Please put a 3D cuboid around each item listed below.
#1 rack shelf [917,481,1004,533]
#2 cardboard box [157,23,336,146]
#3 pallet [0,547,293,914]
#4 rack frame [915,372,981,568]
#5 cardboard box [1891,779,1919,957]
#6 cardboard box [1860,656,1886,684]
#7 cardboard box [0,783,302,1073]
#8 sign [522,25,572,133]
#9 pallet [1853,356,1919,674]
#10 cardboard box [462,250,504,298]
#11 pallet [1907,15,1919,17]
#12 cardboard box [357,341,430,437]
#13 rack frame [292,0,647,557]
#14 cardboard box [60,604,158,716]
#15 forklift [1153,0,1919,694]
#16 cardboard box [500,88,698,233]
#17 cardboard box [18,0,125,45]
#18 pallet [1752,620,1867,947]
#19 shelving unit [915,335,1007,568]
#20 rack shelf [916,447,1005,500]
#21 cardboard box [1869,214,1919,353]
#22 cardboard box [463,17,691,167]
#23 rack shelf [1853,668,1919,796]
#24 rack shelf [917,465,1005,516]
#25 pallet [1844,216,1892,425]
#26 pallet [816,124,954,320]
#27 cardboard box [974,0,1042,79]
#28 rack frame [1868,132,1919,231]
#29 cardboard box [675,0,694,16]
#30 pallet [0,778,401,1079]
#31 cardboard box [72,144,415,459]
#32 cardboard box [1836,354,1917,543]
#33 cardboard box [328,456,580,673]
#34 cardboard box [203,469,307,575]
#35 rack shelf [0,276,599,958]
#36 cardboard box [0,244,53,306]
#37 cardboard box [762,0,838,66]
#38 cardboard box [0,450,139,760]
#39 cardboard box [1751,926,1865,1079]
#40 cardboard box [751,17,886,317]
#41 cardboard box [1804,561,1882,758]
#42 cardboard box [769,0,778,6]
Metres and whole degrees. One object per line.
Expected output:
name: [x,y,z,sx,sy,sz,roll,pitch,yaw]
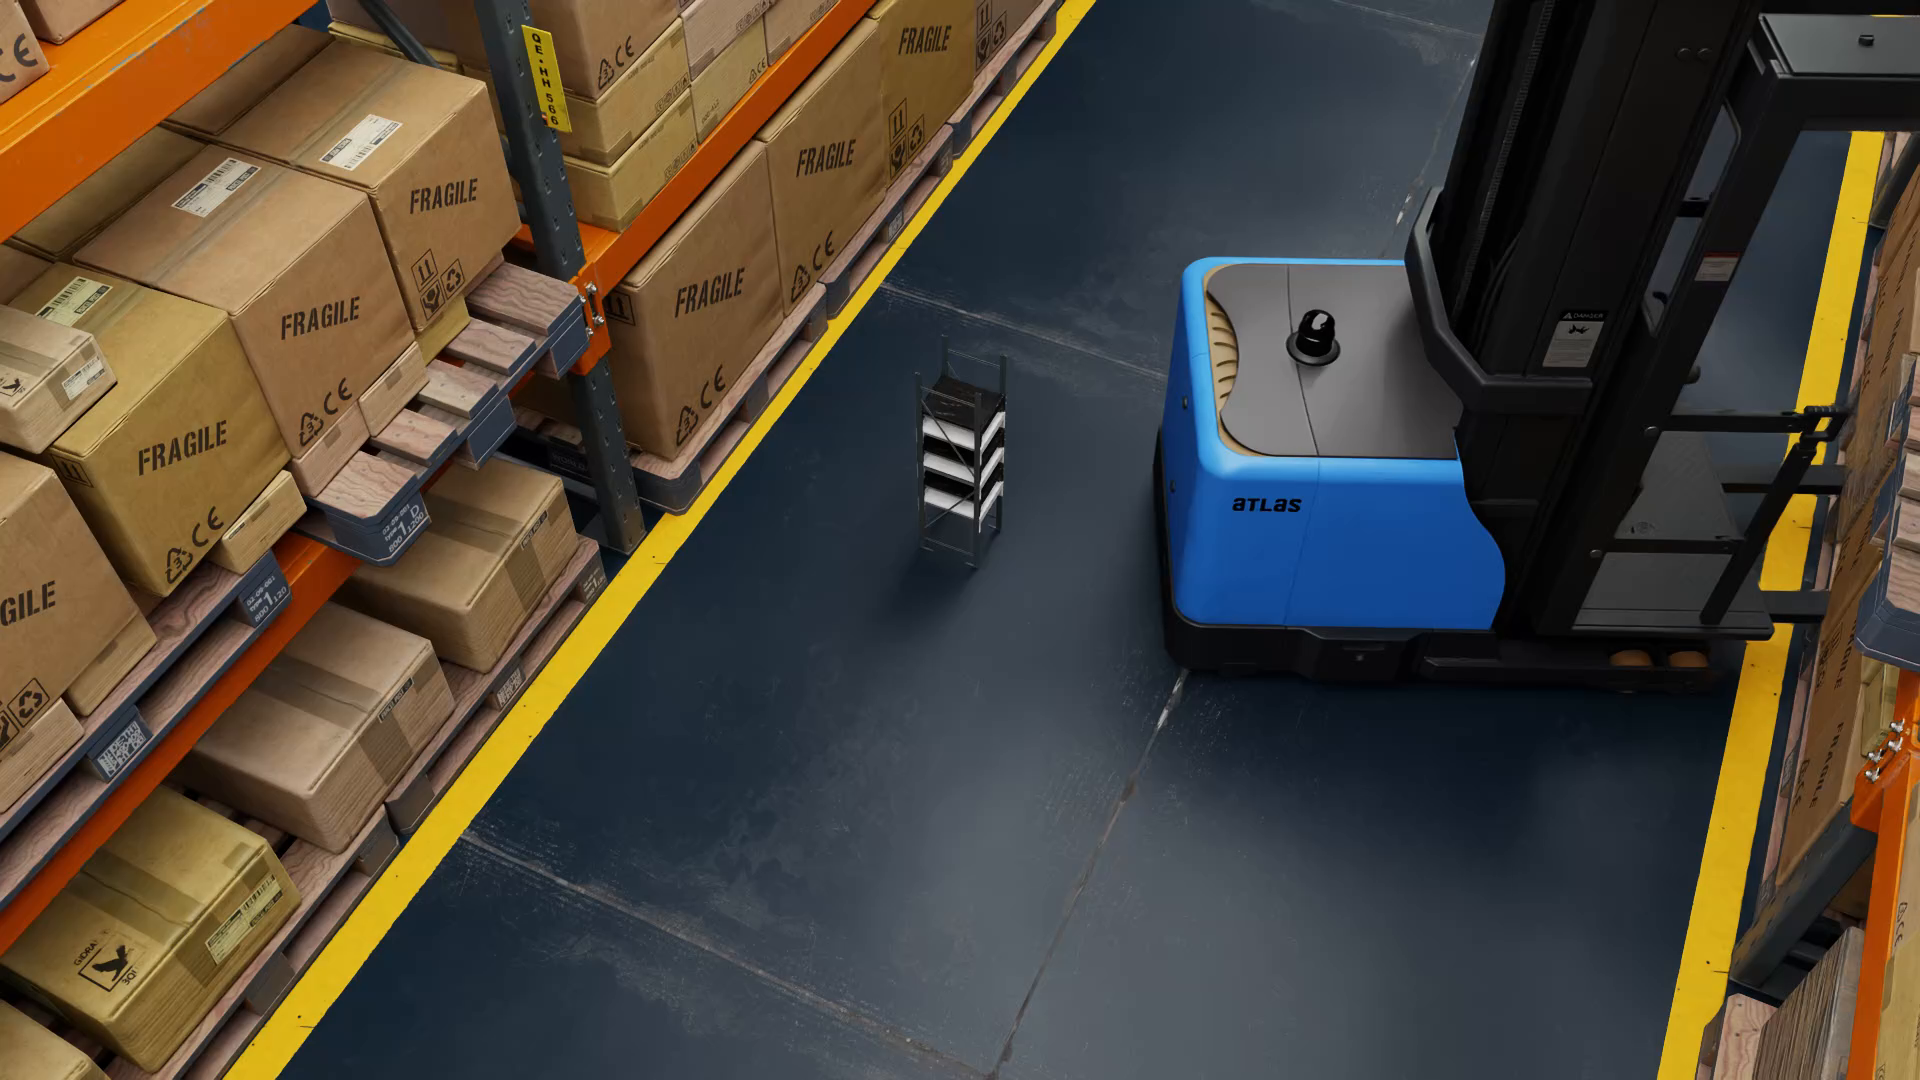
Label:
rack shelf: [0.003,-0.159,6.075,0.258,0.077,0.200,20,52,16]
cardboard box: [-2.058,-1.143,4.716,0.500,0.500,0.500,18,52,15]
pallet: [-2.466,0.326,4.129,1.003,0.211,1.213,20,52,16]
rack frame: [-0.040,-0.227,5.852,0.240,0.900,0.006,20,52,16]
cardboard box: [2.422,0.775,3.720,0.500,0.250,0.500,20,52,16]
cardboard box: [2.903,0.343,4.928,0.380,0.149,0.250,17,52,14]
cardboard box: [-2.544,1.020,4.862,0.950,0.372,0.625,21,53,17]
sign: [-1.162,-1.292,4.671,0.100,0.325,0.005,20,52,16]
pallet: [3.059,0.073,4.345,1.213,0.211,1.003,20,52,16]
cardboard box: [-1.584,-0.865,4.906,0.380,0.149,0.250,22,53,17]
pallet: [5.356,-2.666,8.380,1.003,0.211,1.213,20,52,16]
cardboard box: [-1.700,-0.469,4.568,0.380,0.149,0.250,19,52,16]
rack frame: [-1.657,-1.112,5.227,1.000,3.000,0.127,20,52,16]
cardboard box: [-2.175,0.228,3.976,0.380,0.149,0.250,18,52,15]
forklift: [2.245,-0.827,5.030,3.031,2.935,1.130,1,50,1]
cardboard box: [-1.220,-1.319,5.501,0.500,0.250,0.500,19,52,15]
cardboard box: [-2.071,-1.467,3.494,0.700,0.500,0.500,20,52,16]
pallet: [3.186,0.902,5.344,1.003,0.211,1.213,20,52,16]
shelving unit: [0.003,-0.297,5.912,0.258,0.900,0.210,20,52,16]
rack shelf: [0.003,-0.276,5.937,0.258,0.077,0.200,20,52,16]
cardboard box: [3.913,-0.951,6.455,0.500,0.500,0.500,19,52,16]
cardboard box: [-1.217,-1.494,5.322,0.500,0.250,0.500,19,52,16]
rack shelf: [3.687,-0.644,5.301,1.077,0.370,4.000,20,52,16]
rack shelf: [0.003,-0.217,6.006,0.258,0.077,0.200,20,52,16]
pallet: [4.228,-0.778,6.774,1.003,0.211,1.213,20,52,16]
pallet: [-0.729,-1.564,7.442,1.003,0.211,1.213,20,52,16]
cardboard box: [-0.141,-2.861,7.835,0.875,0.875,0.875,21,53,17]
rack frame: [4.541,-2.254,6.199,1.000,3.000,0.127,20,52,16]
cardboard box: [-1.022,-2.074,5.323,0.500,0.500,0.500,20,52,16]
pallet: [-2.515,1.166,5.119,1.003,0.211,1.213,20,52,16]
cardboard box: [-1.811,-0.614,4.266,0.500,0.500,0.500,19,52,16]
cardboard box: [3.468,-0.253,5.862,0.500,0.500,0.500,18,52,15]
cardboard box: [-1.907,-0.011,5.740,0.950,0.372,0.625,17,52,14]
cardboard box: [-1.920,-0.104,4.258,0.380,0.149,0.250,21,53,17]
rack shelf: [-2.511,0.498,4.329,1.077,0.370,4.000,20,52,16]
cardboard box: [-2.495,-0.414,4.096,0.500,0.500,0.500,21,53,17]
cardboard box: [-0.788,-2.038,6.113,0.500,0.250,0.500,21,53,17]
cardboard box: [-2.259,0.109,3.651,0.500,0.500,0.500,18,52,15]
cardboard box: [2.554,1.559,4.238,0.875,0.625,0.625,21,53,17]
cardboard box: [-0.902,-1.621,6.779,0.875,0.875,0.875,20,53,17]
cardboard box: [3.042,0.472,5.245,0.500,0.500,0.500,19,52,16]
cardboard box: [-0.771,-2.189,5.913,0.500,0.250,0.500,20,52,16]
